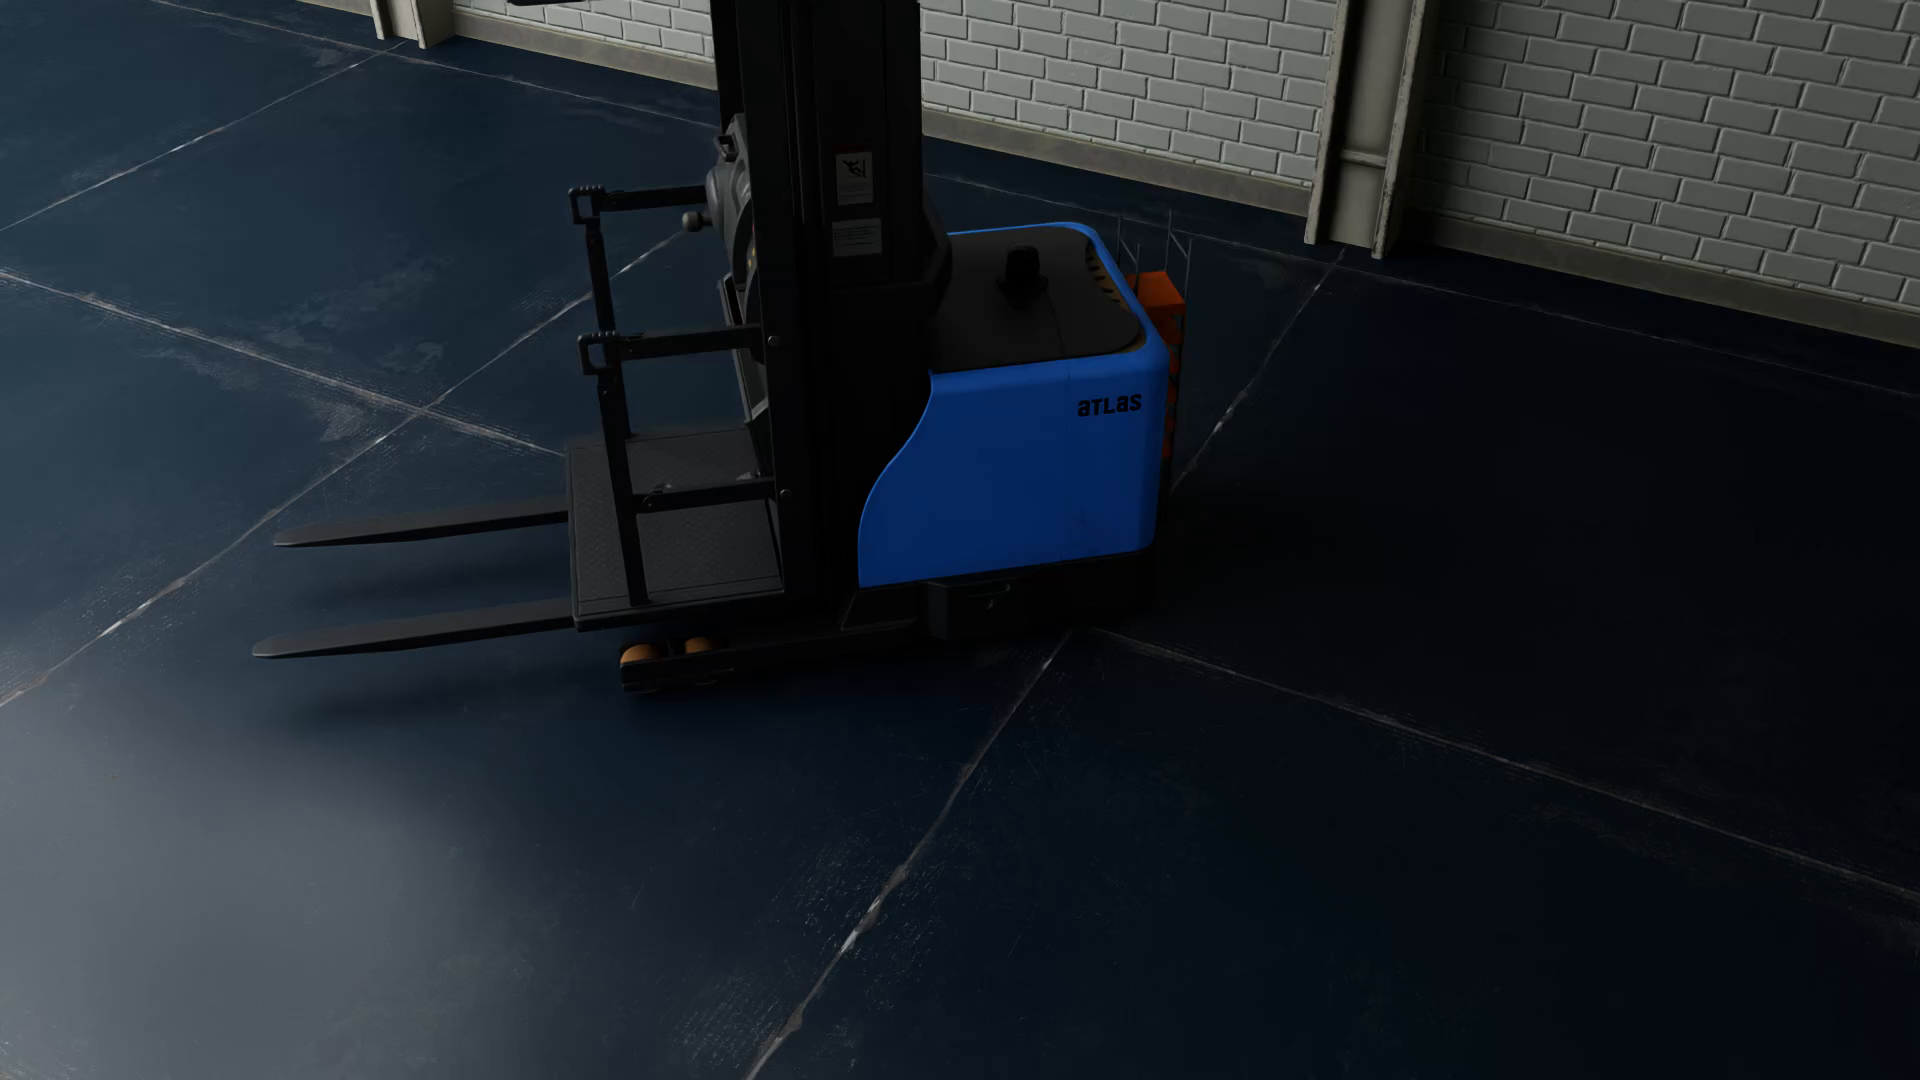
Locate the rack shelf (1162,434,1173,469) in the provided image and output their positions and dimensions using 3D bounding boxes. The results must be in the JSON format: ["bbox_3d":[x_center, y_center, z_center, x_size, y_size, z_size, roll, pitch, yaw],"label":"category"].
[{"bbox_3d":[0.669,-0.366,6.210,0.180,0.103,0.258,-7,38,-10],"label":"rack shelf"}]

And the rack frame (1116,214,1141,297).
[{"bbox_3d":[0.579,-0.581,6.022,0.006,1.200,0.240,-7,38,-10],"label":"rack frame"}]

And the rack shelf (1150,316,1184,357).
[{"bbox_3d":[0.669,-0.748,5.920,0.180,0.103,0.258,-7,38,-10],"label":"rack shelf"}]

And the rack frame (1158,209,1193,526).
[{"bbox_3d":[0.758,-0.604,6.053,0.006,1.200,0.240,-7,38,-10],"label":"rack frame"}]

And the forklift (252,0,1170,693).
[{"bbox_3d":[-0.884,-1.004,5.148,3.031,2.935,1.130,-7,38,-10],"label":"forklift"}]

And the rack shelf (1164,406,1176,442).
[{"bbox_3d":[0.669,-0.461,6.137,0.180,0.103,0.258,-7,38,-10],"label":"rack shelf"}]

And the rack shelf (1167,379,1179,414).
[{"bbox_3d":[0.669,-0.557,6.065,0.180,0.103,0.258,-7,38,-10],"label":"rack shelf"}]

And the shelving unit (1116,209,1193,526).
[{"bbox_3d":[0.669,-0.592,6.038,0.189,1.200,0.258,-7,38,-10],"label":"shelving unit"}]

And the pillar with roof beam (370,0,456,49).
[{"bbox_3d":[-5.371,-4.432,4.646,0.400,9.000,9.100,17,41,21],"label":"pillar with roof beam"}]

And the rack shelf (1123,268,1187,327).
[{"bbox_3d":[0.669,-0.844,5.847,0.180,0.103,0.258,-7,38,-10],"label":"rack shelf"}]

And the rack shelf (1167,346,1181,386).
[{"bbox_3d":[0.669,-0.652,5.992,0.180,0.103,0.258,-7,38,-10],"label":"rack shelf"}]

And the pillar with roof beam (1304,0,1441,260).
[{"bbox_3d":[-0.043,-2.763,2.448,0.400,9.000,9.100,17,41,21],"label":"pillar with roof beam"}]
